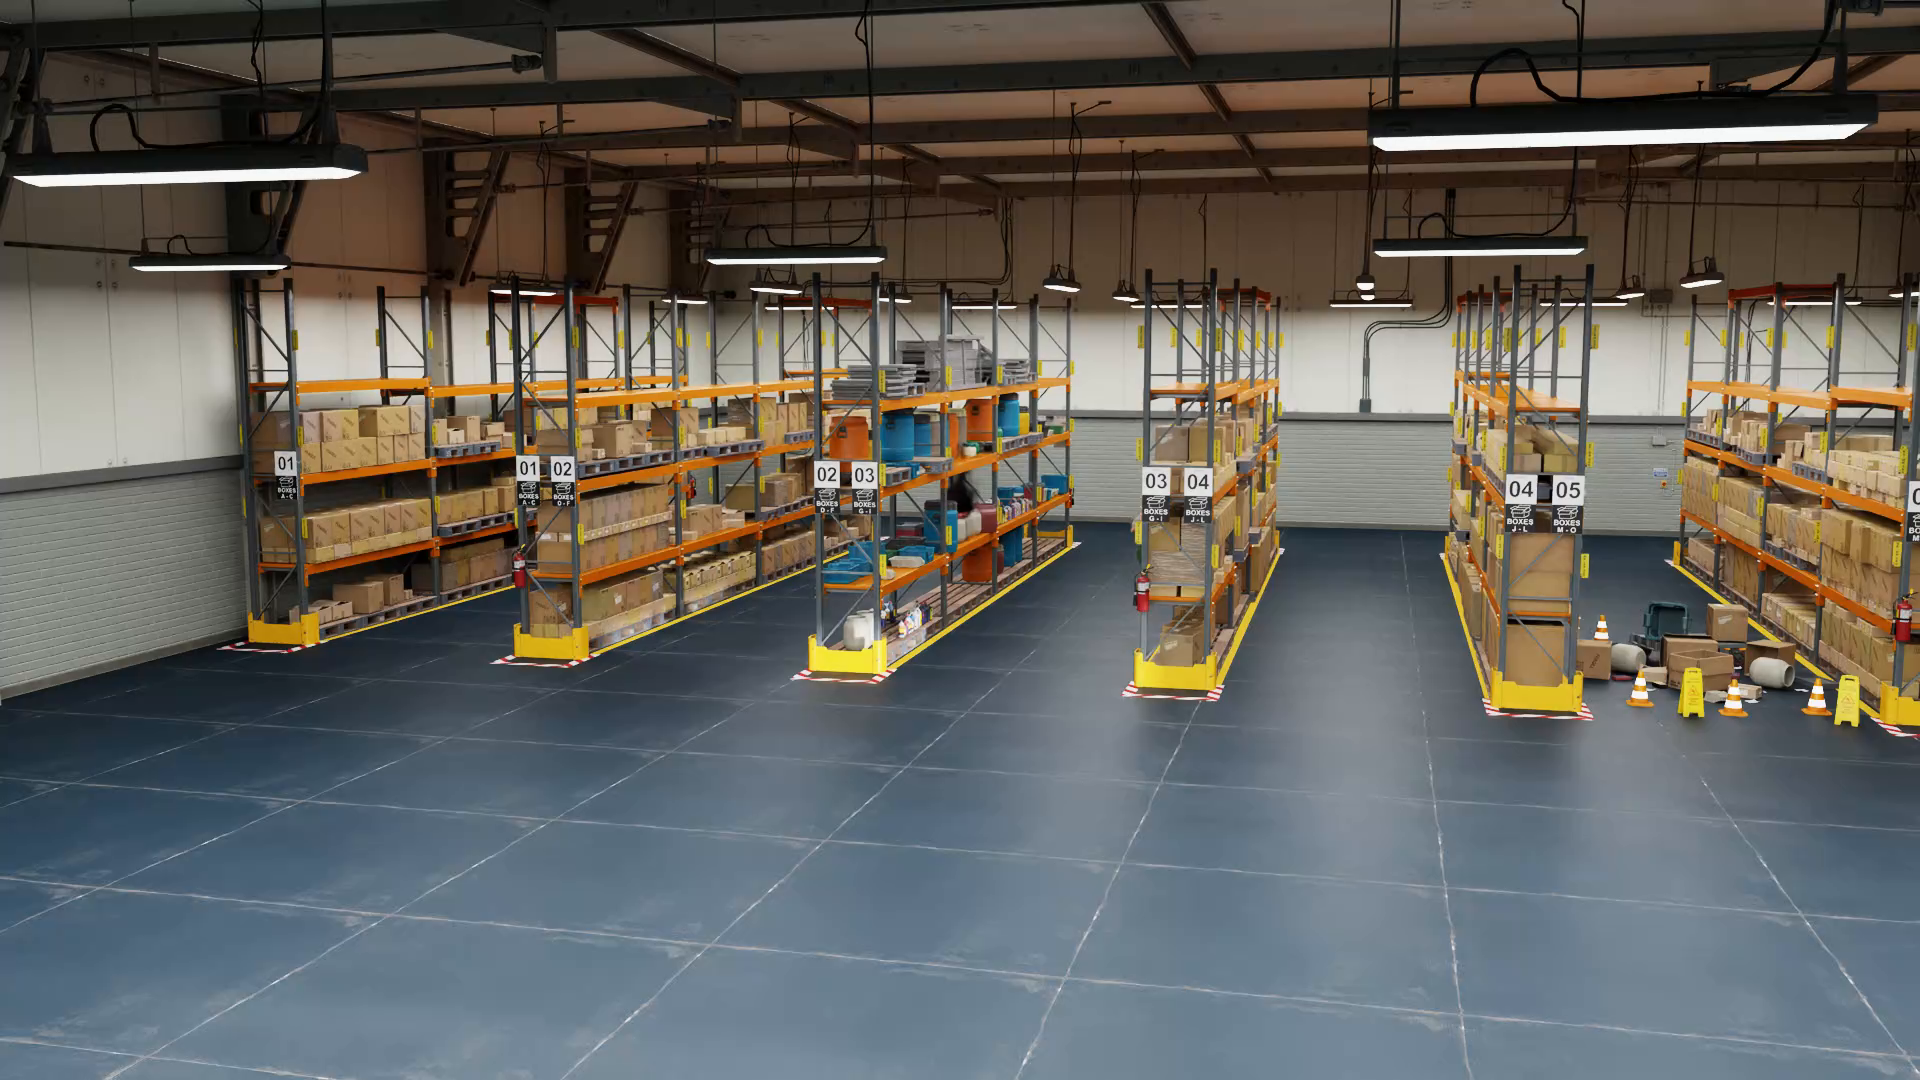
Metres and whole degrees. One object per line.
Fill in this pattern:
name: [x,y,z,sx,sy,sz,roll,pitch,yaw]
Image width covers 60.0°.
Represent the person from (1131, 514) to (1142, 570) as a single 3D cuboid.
person: [3.763,0.066,33.426,0.668,1.722,0.990,2,7,14]
